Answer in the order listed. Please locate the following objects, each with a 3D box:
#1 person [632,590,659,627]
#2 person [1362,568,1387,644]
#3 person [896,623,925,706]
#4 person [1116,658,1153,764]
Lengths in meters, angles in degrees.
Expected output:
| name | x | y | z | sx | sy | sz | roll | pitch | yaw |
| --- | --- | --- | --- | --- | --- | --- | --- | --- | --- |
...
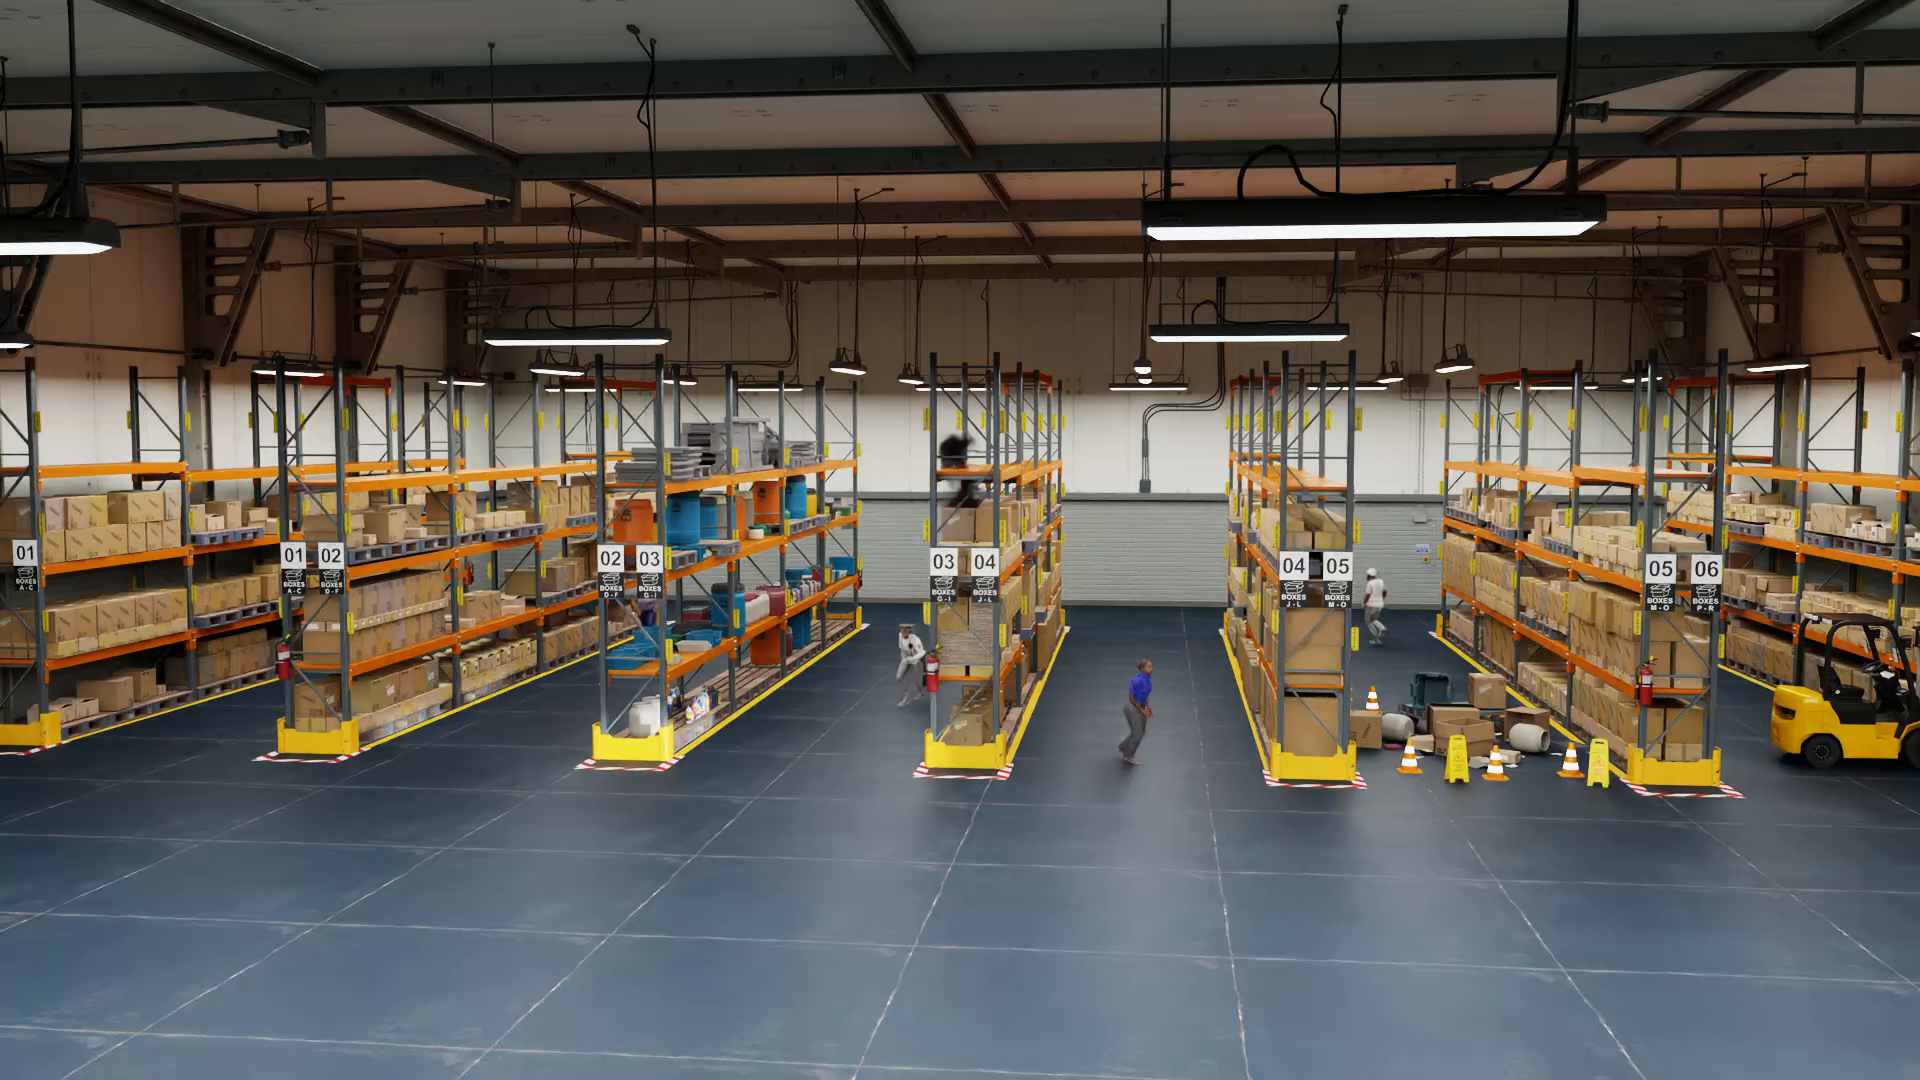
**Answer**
| name | x | y | z | sx | sy | sz | roll | pitch | yaw |
| --- | --- | --- | --- | --- | --- | --- | --- | --- | --- |
| person | -6.868 | 1.644 | 36.530 | 0.628 | 1.588 | 0.955 | 0 | 4 | -6 |
| person | 9.395 | 1.493 | 37.544 | 0.689 | 1.711 | 0.565 | -2 | 5 | -31 |
| person | -0.813 | 2.162 | 29.338 | 0.622 | 1.469 | 1.030 | 2 | 4 | 25 |
| person | 2.545 | 2.496 | 24.414 | 0.717 | 1.590 | 0.573 | 3 | 5 | 36 |
